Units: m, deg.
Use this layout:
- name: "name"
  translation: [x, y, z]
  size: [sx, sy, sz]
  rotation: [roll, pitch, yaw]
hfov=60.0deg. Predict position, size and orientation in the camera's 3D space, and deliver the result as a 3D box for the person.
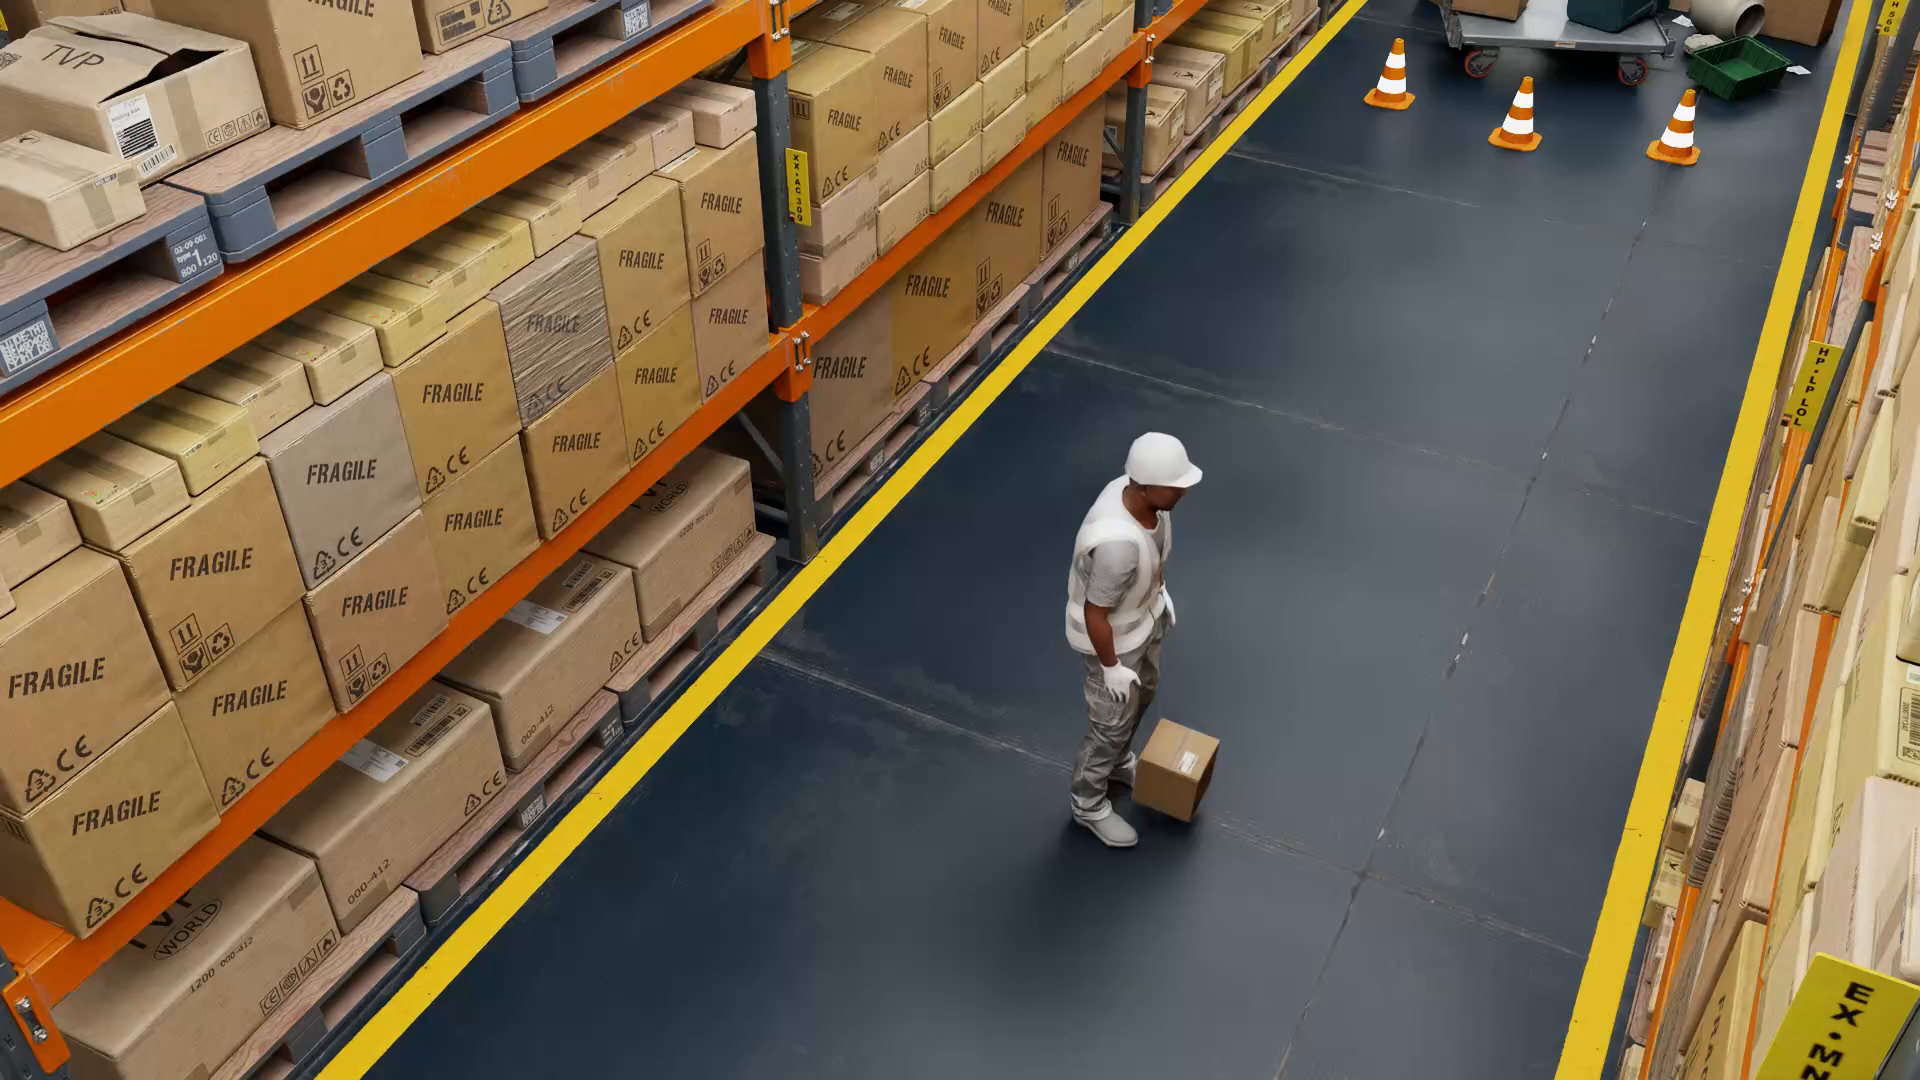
- name: "person"
  translation: [0.631, 0.344, 6.293]
  size: [0.434, 1.776, 0.590]
  rotation: [16, 41, 20]
